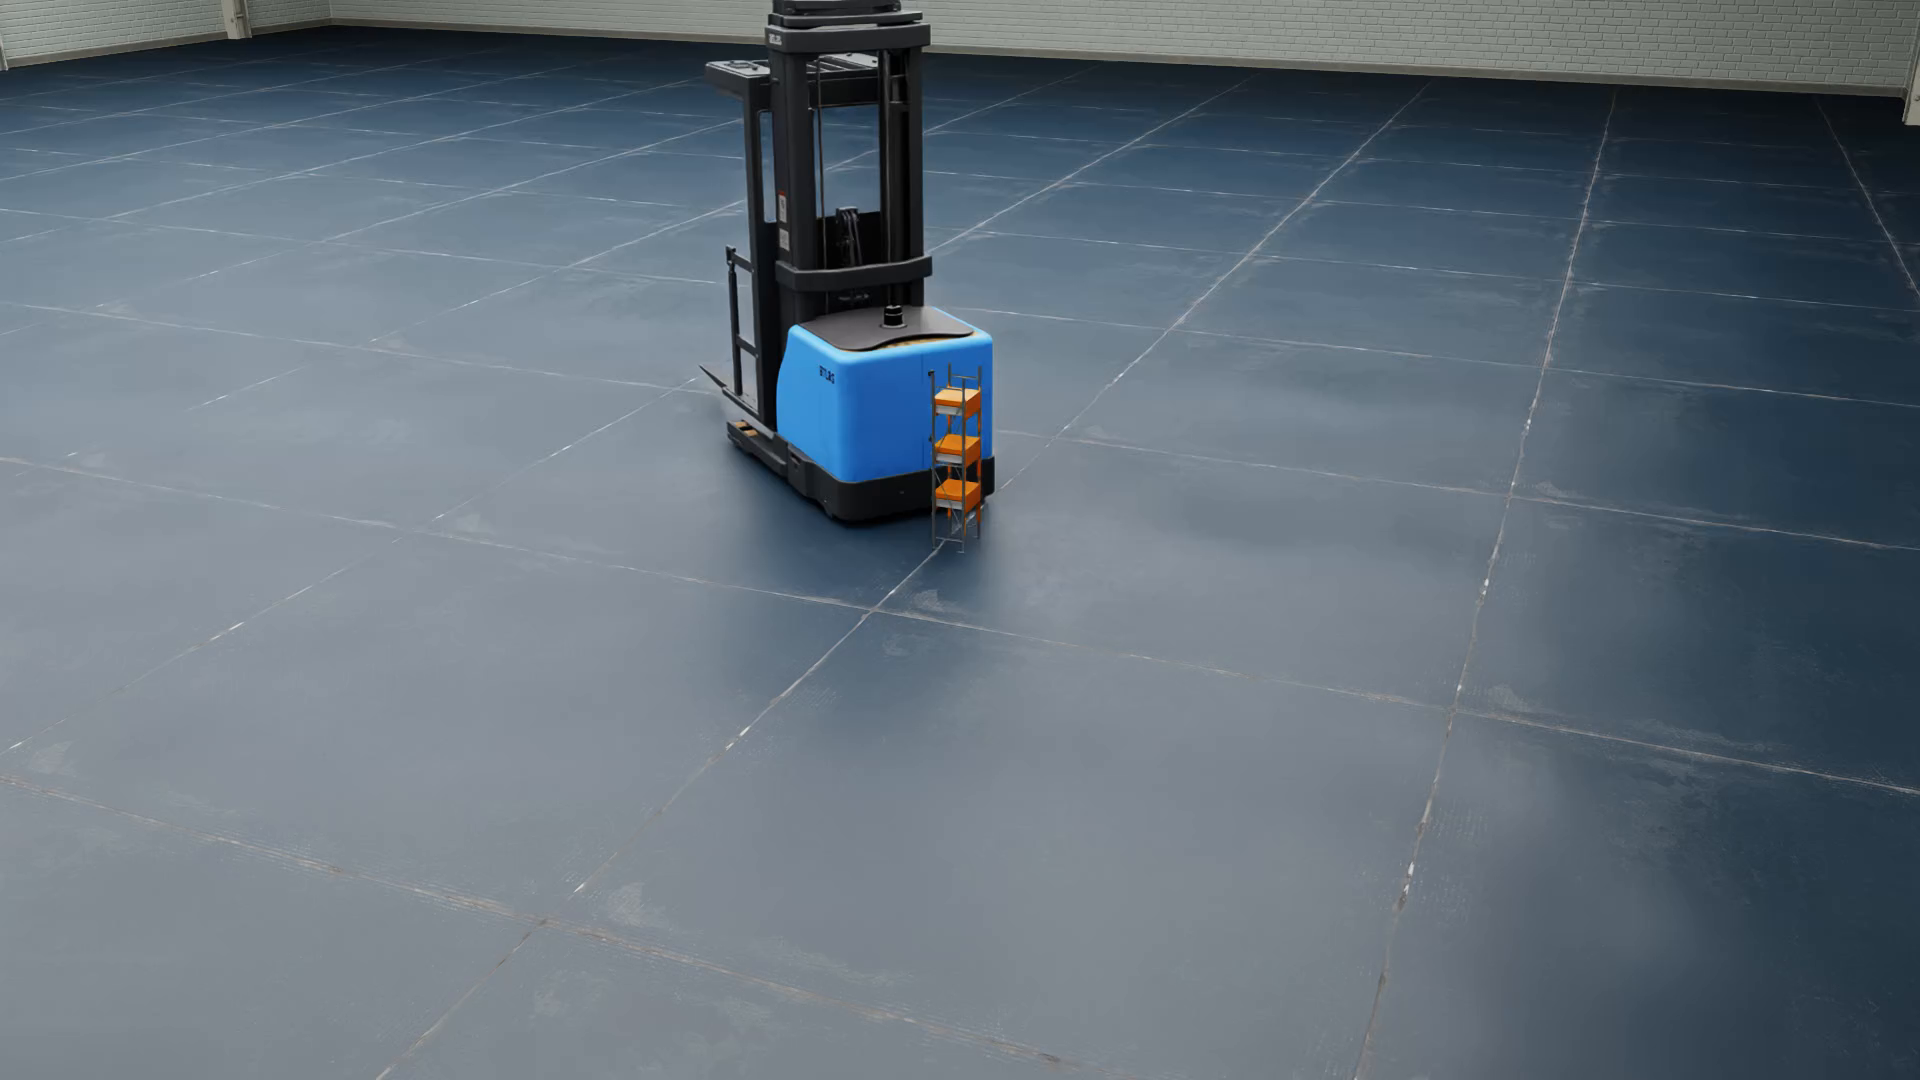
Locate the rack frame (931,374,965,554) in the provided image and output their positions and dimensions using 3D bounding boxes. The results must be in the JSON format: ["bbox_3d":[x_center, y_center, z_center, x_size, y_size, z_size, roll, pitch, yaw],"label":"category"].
[{"bbox_3d":[-0.065,-0.422,9.397,0.200,1.050,0.008,9,24,20],"label":"rack frame"}]

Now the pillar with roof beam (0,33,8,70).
[{"bbox_3d":[-13.471,-12.010,26.828,9.100,9.000,0.400,9,24,20],"label":"pillar with roof beam"}]

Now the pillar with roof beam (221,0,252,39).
[{"bbox_3d":[-11.242,-14.157,31.968,9.100,9.000,0.400,9,24,20],"label":"pillar with roof beam"}]

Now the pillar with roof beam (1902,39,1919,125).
[{"bbox_3d":[10.010,-10.880,24.123,9.100,9.000,0.400,9,24,20],"label":"pillar with roof beam"}]

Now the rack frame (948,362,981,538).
[{"bbox_3d":[0.025,-0.509,9.606,0.200,1.050,0.008,9,24,20],"label":"rack frame"}]

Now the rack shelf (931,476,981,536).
[{"bbox_3d":[-0.020,-0.199,9.613,0.215,0.259,0.240,9,24,20],"label":"rack shelf"}]

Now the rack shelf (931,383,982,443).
[{"bbox_3d":[-0.020,-0.717,9.397,0.215,0.259,0.240,9,24,20],"label":"rack shelf"}]

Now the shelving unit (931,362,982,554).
[{"bbox_3d":[-0.020,-0.465,9.502,0.215,1.050,0.252,9,24,20],"label":"shelving unit"}]

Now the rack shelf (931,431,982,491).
[{"bbox_3d":[-0.020,-0.456,9.506,0.215,0.259,0.240,9,24,20],"label":"rack shelf"}]

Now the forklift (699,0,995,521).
[{"bbox_3d":[-0.922,-1.995,10.724,1.130,2.935,3.031,-12,25,-26],"label":"forklift"}]
